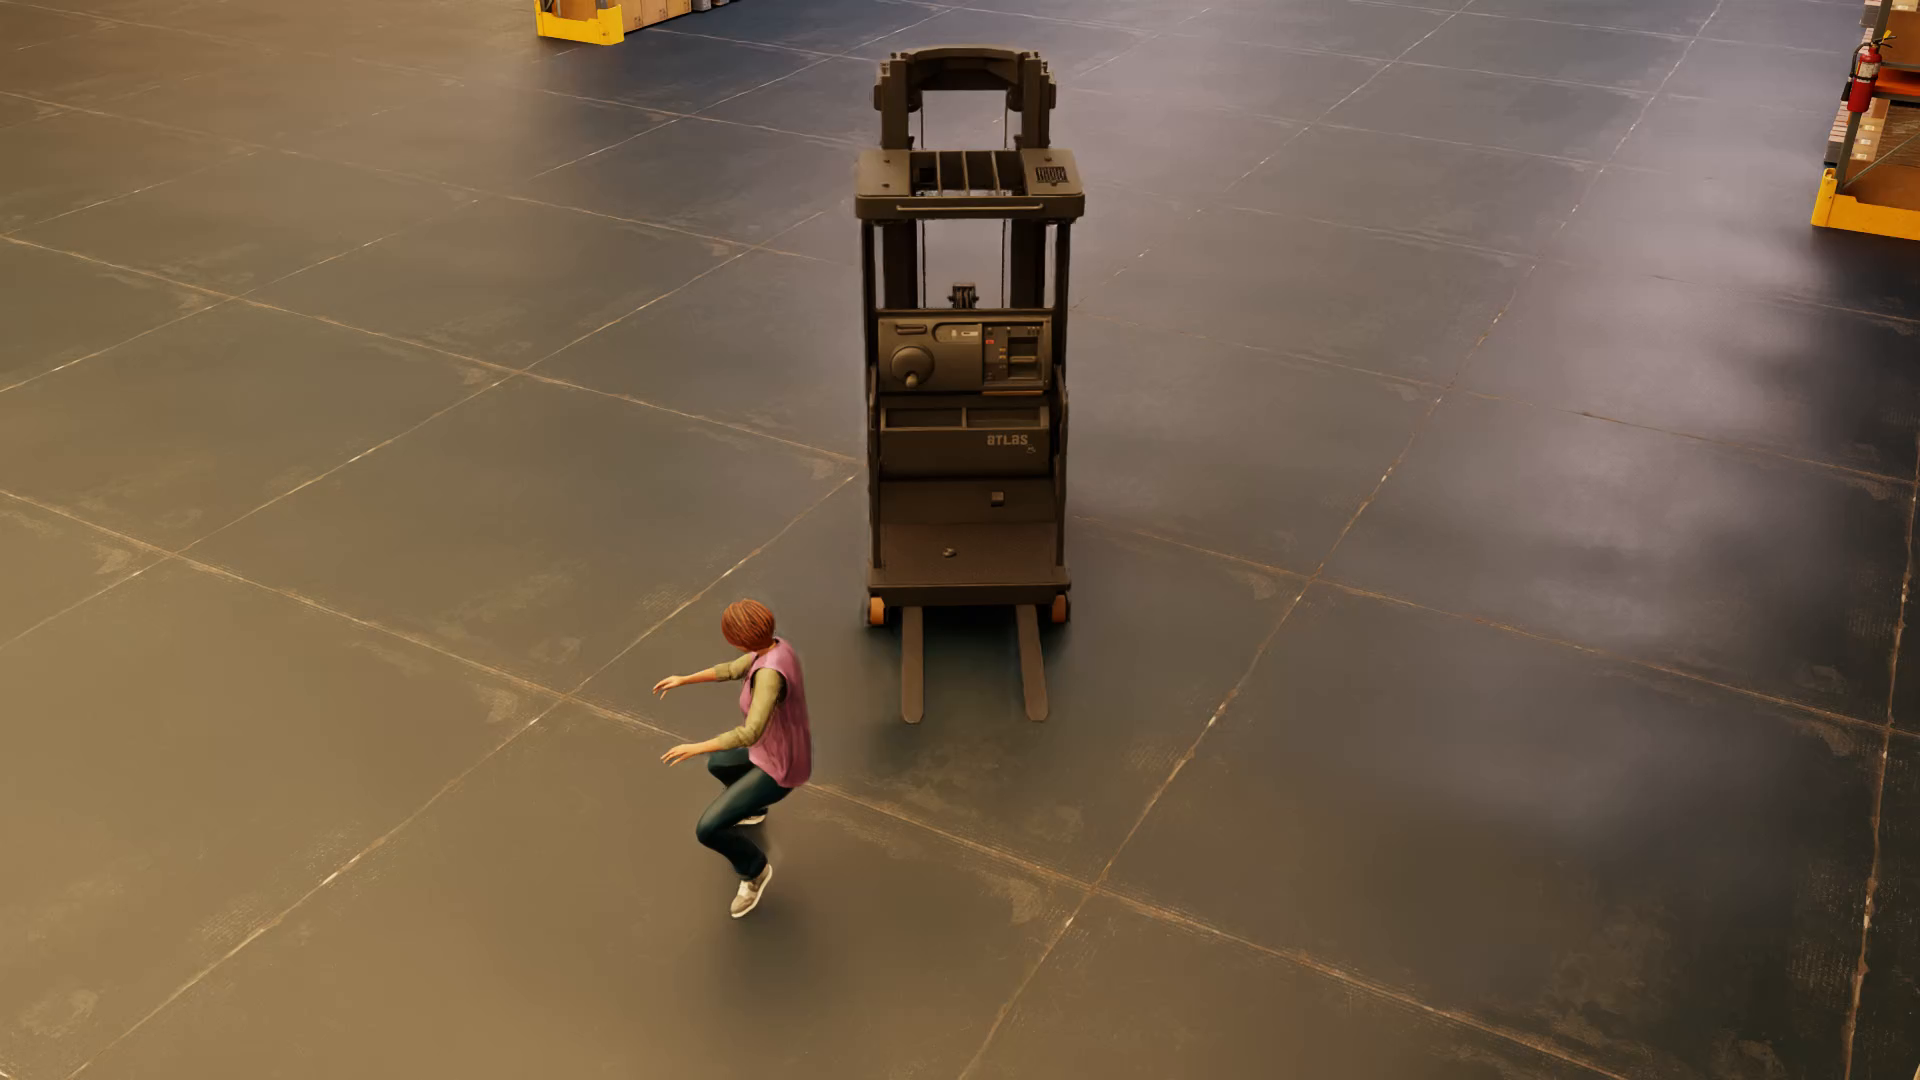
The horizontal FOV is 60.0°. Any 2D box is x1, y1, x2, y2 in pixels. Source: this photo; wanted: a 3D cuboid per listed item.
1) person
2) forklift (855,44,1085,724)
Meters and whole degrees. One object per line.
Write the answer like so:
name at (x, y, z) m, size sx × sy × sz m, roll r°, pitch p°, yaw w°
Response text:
person at (-0.965, 0.888, 7.087) m, size 0.673 × 1.371 × 0.811 m, roll -1°, pitch 30°, yaw -2°
forklift at (0.037, -0.954, 8.724) m, size 1.130 × 2.935 × 3.031 m, roll -1°, pitch 30°, yaw -1°
